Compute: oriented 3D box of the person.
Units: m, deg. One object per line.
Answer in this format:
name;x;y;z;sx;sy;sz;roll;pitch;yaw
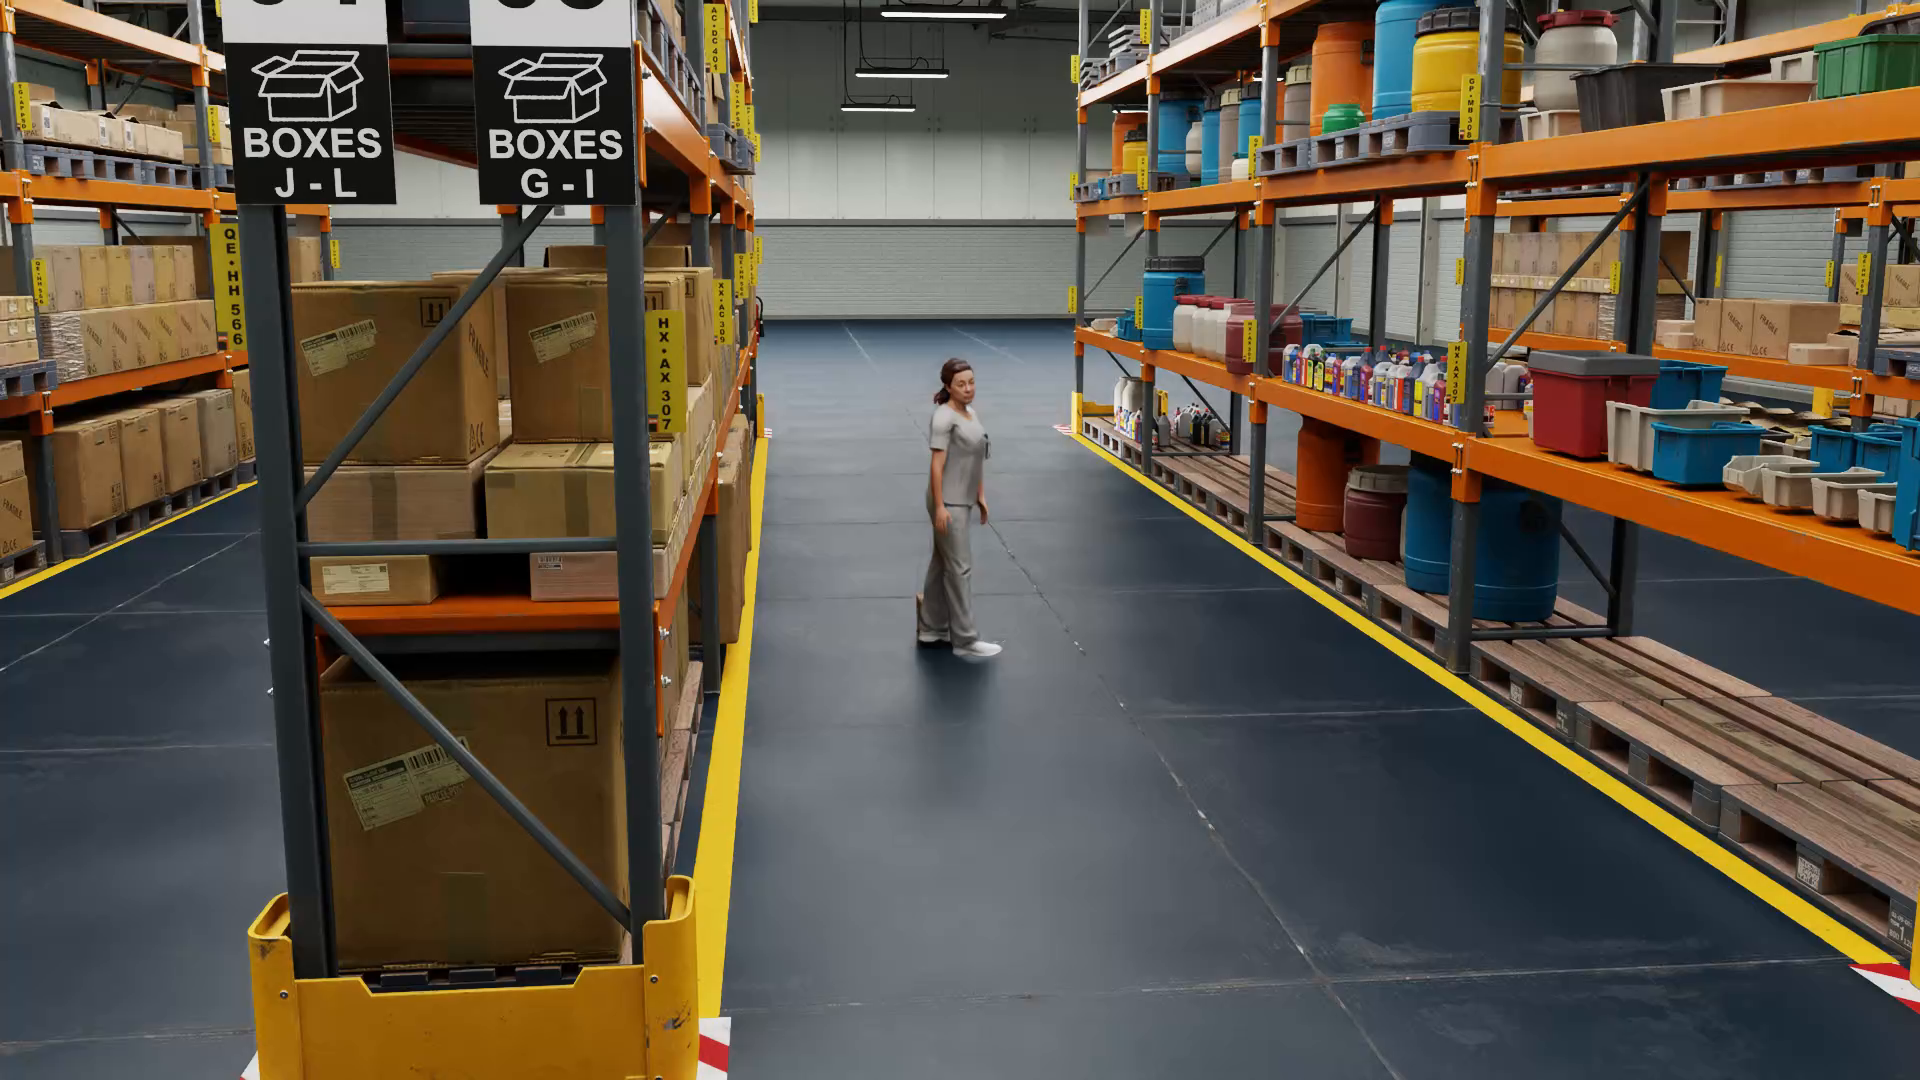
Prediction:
person;0.002;-0.193;9.381;0.593;1.666;0.543;4;11;20
